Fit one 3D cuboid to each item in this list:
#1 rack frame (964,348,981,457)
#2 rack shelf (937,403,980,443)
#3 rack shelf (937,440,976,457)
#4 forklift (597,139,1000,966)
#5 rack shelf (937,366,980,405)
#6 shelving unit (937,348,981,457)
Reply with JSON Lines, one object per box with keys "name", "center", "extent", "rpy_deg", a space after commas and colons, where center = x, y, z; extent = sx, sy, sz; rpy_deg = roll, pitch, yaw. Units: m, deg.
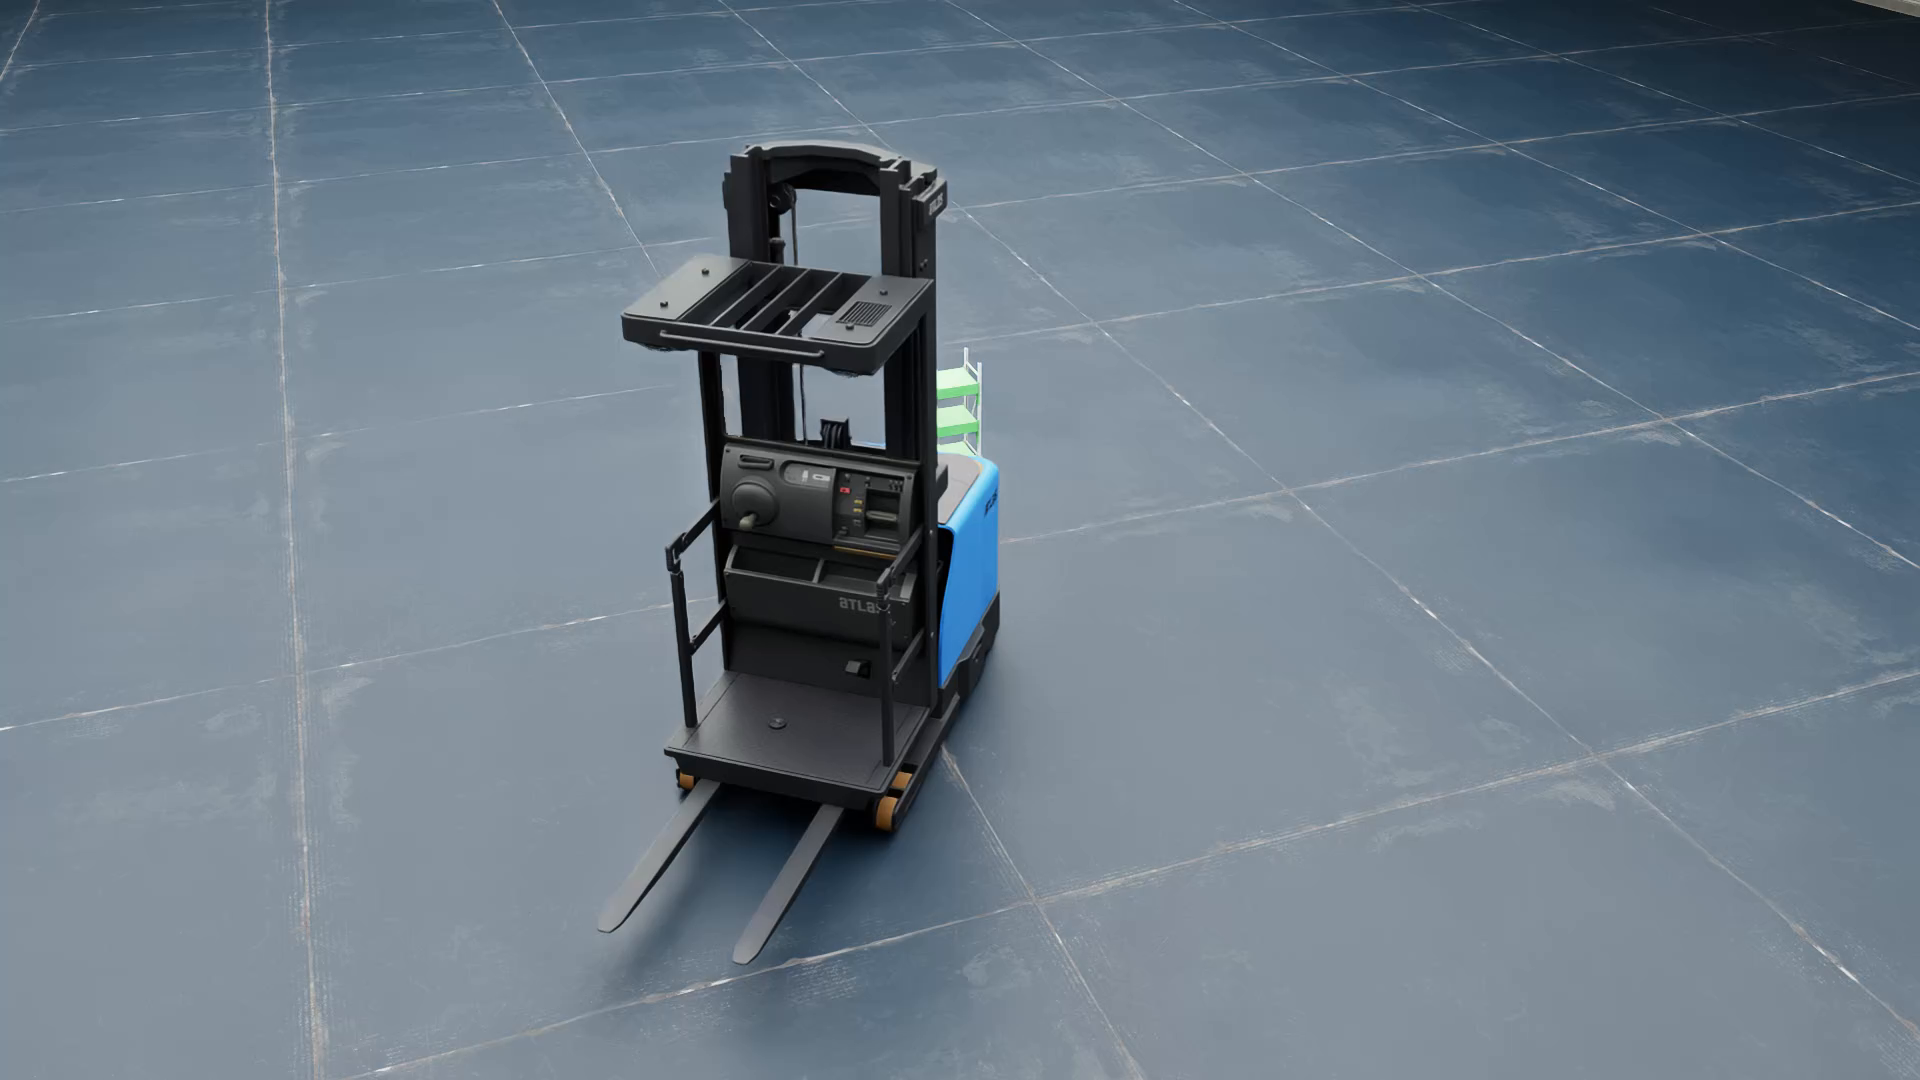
{"name": "rack frame", "center": [0.074, -0.535, 9.827], "extent": [0.015, 1.200, 0.240], "rpy_deg": [-10, 31, -18]}
{"name": "rack shelf", "center": [-0.155, -0.646, 9.666], "extent": [0.480, 0.148, 0.258], "rpy_deg": [-10, 31, -18]}
{"name": "rack shelf", "center": [-0.155, -0.437, 9.785], "extent": [0.480, 0.148, 0.258], "rpy_deg": [-10, 31, -18]}
{"name": "forklift", "center": [-0.717, -0.141, 7.387], "extent": [1.130, 2.935, 3.031], "rpy_deg": [9, 31, 15]}
{"name": "rack shelf", "center": [-0.155, -0.854, 9.547], "extent": [0.480, 0.148, 0.258], "rpy_deg": [-10, 31, -18]}
{"name": "shelving unit", "center": [-0.155, -0.493, 9.753], "extent": [0.503, 1.200, 0.258], "rpy_deg": [-10, 31, -18]}
